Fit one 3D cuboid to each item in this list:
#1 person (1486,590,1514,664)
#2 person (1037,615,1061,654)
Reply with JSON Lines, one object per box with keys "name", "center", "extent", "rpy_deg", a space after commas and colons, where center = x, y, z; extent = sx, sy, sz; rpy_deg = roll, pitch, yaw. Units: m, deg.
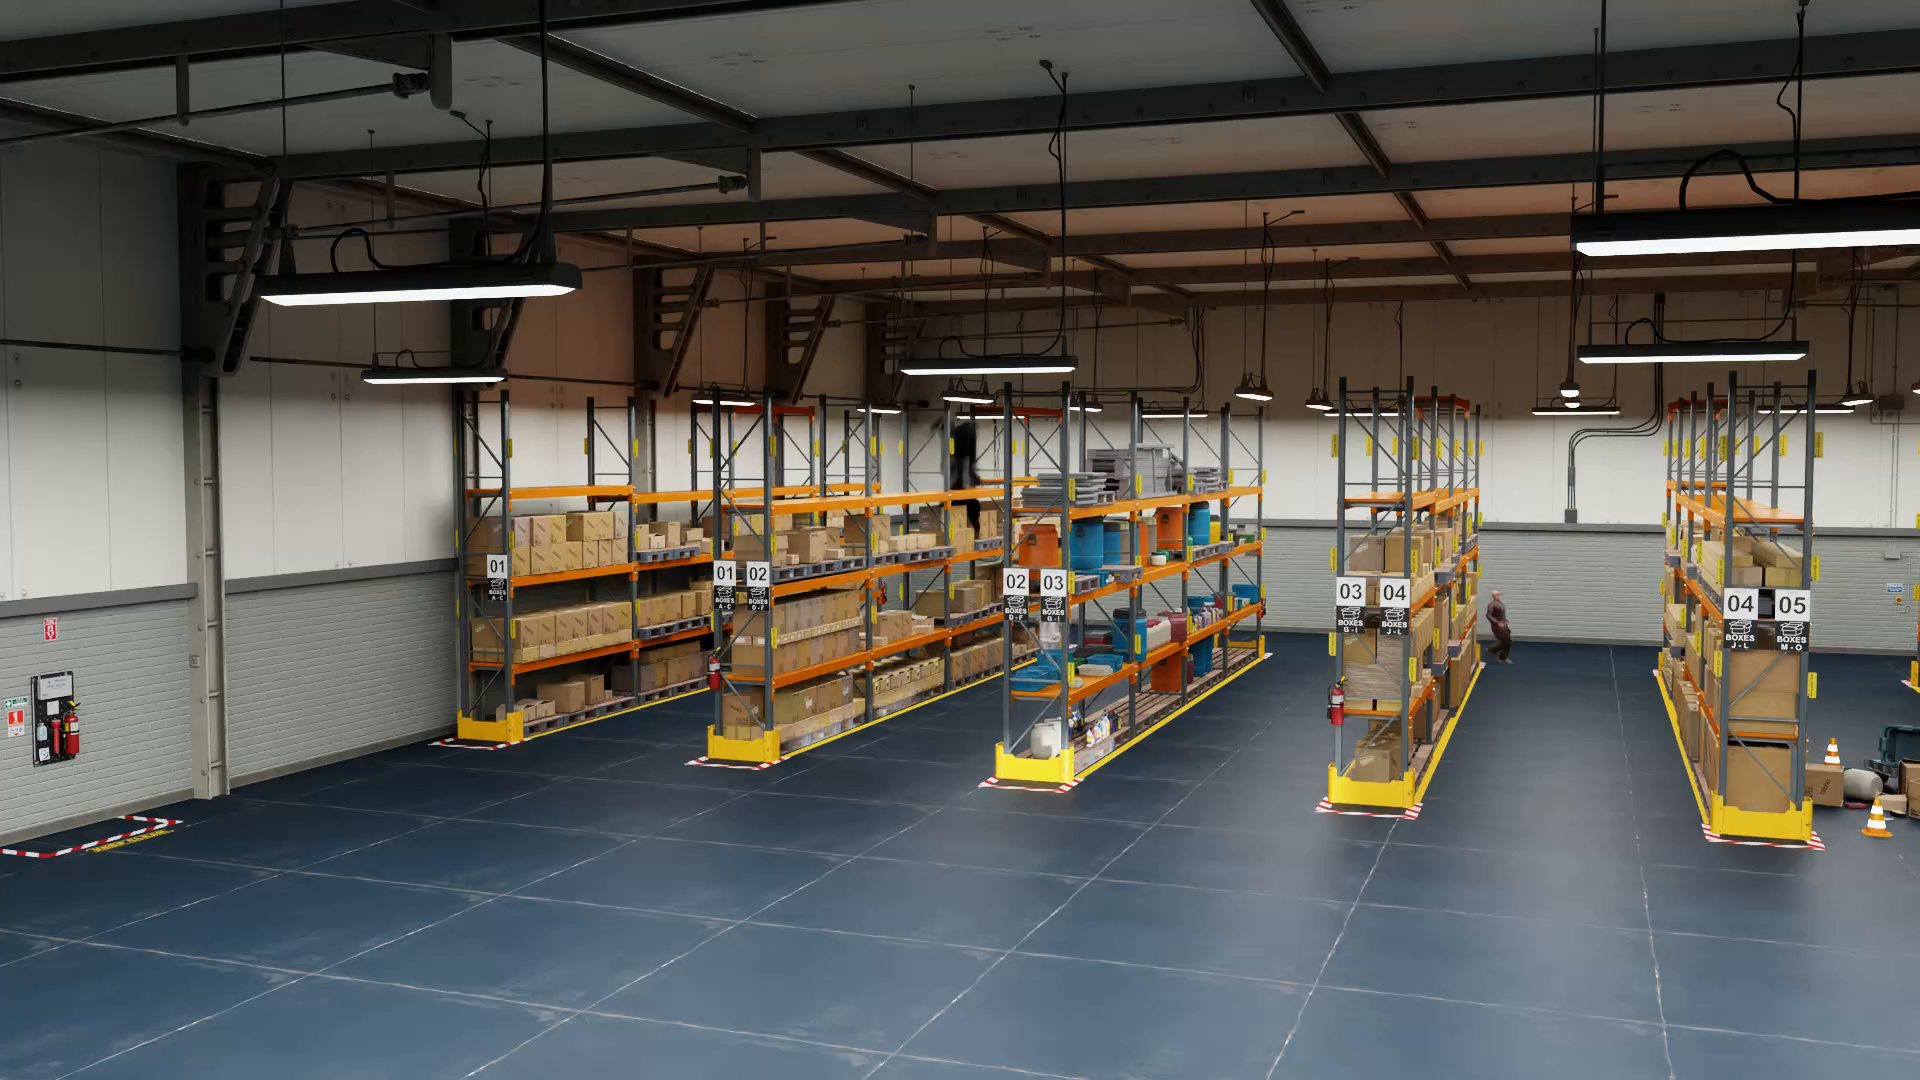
{"name": "person", "center": [12.499, 2.023, 38.686], "extent": [0.749, 1.723, 0.630], "rpy_deg": [-3, 4, -44]}
{"name": "person", "center": [1.929, 2.180, 35.474], "extent": [0.674, 1.766, 0.741], "rpy_deg": [1, 3, 22]}
